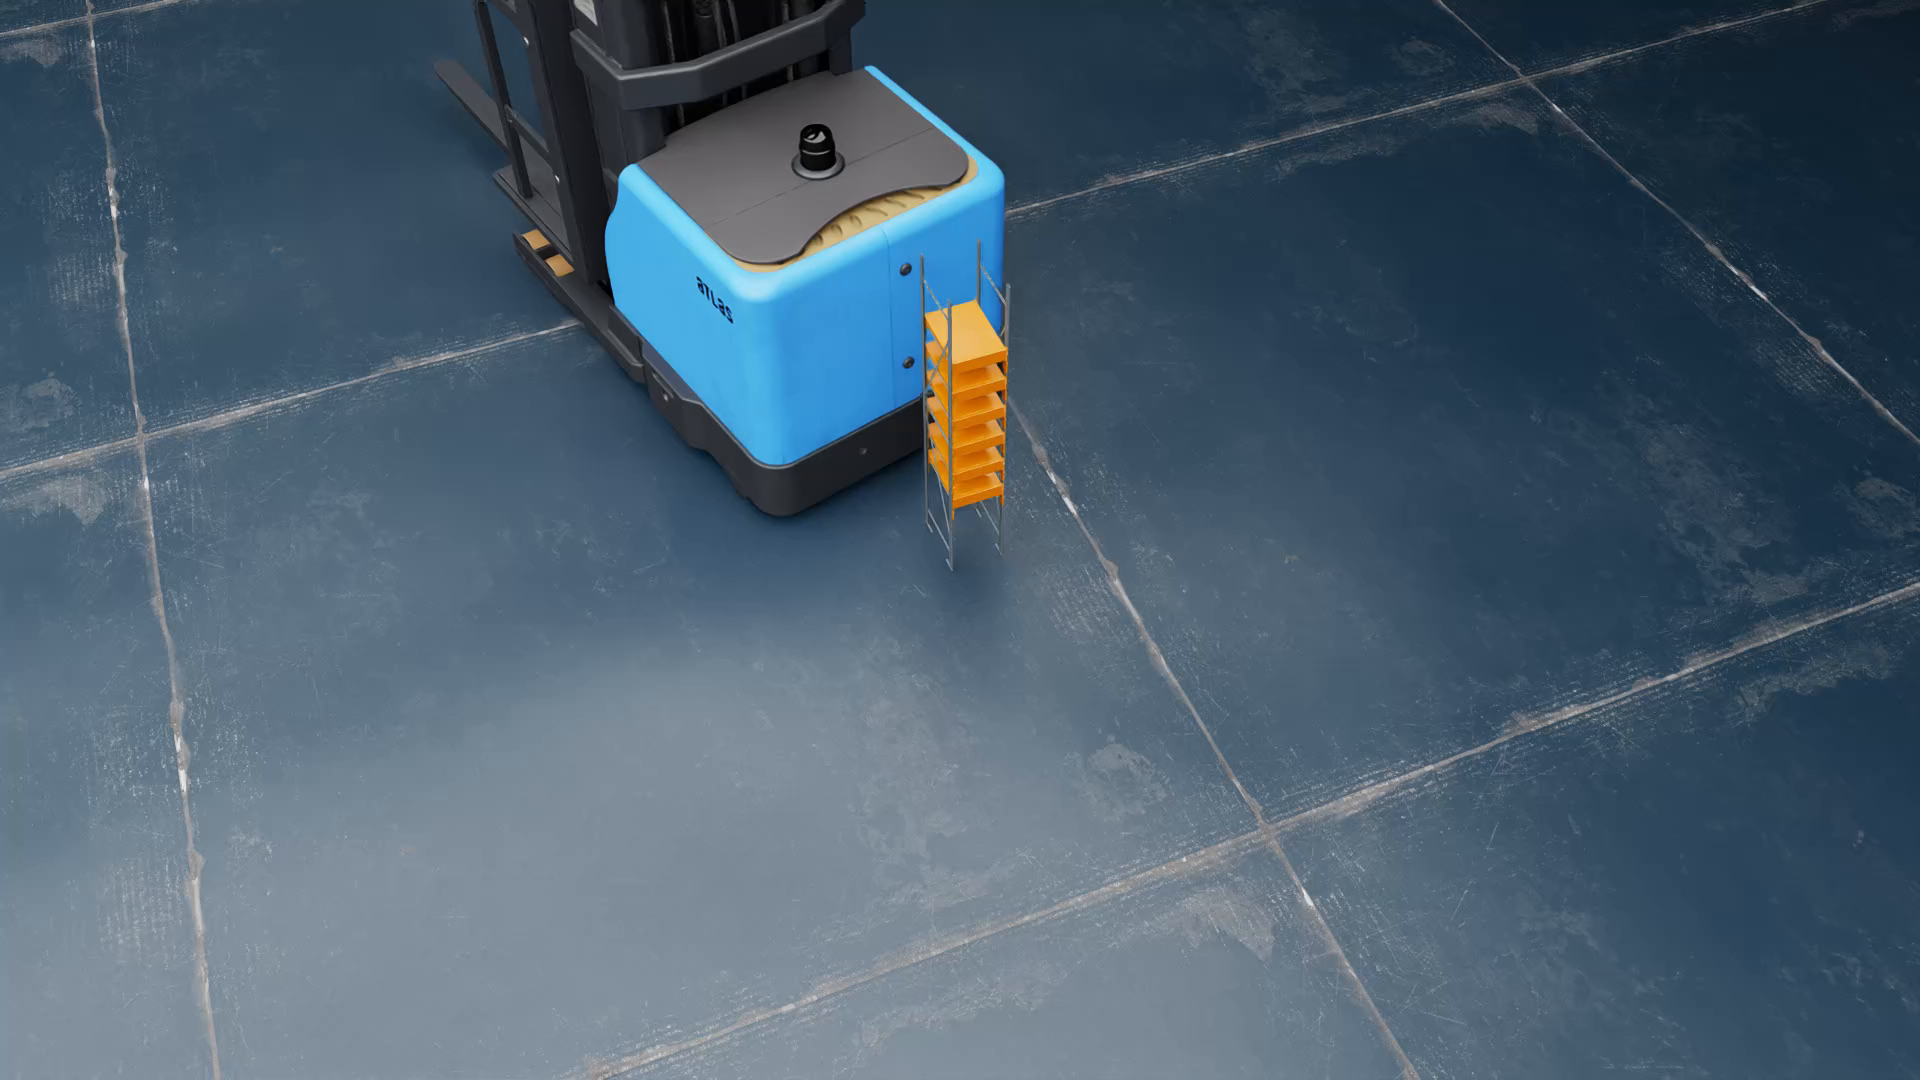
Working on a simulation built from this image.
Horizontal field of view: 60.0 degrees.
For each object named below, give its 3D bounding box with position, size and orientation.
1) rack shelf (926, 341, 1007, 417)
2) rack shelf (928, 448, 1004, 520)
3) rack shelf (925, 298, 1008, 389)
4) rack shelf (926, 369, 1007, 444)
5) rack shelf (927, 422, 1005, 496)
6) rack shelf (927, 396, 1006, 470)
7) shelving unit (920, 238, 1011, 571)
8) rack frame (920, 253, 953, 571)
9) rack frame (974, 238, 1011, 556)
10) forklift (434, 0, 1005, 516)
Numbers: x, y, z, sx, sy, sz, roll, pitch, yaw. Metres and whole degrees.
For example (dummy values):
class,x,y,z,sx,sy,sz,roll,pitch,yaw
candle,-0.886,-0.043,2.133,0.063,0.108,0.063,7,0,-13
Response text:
class,x,y,z,sx,sy,sz,roll,pitch,yaw
rack shelf,0.013,-0.522,5.150,0.180,0.103,0.258,-17,52,-14
rack shelf,0.013,-0.210,5.514,0.180,0.103,0.258,-17,52,-14
rack shelf,0.013,-0.601,5.059,0.180,0.103,0.258,-17,52,-14
rack shelf,0.013,-0.444,5.241,0.180,0.103,0.258,-17,52,-14
rack shelf,0.013,-0.288,5.423,0.180,0.103,0.258,-17,52,-14
rack shelf,0.013,-0.366,5.332,0.180,0.103,0.258,-17,52,-14
shelving unit,0.013,-0.395,5.298,0.189,1.200,0.258,-17,52,-14
rack frame,-0.071,-0.369,5.276,0.006,1.200,0.240,-17,52,-14
rack frame,0.098,-0.421,5.321,0.006,1.200,0.240,-17,52,-14
forklift,-1.120,-2.116,5.636,1.130,2.935,3.031,-29,55,-23
